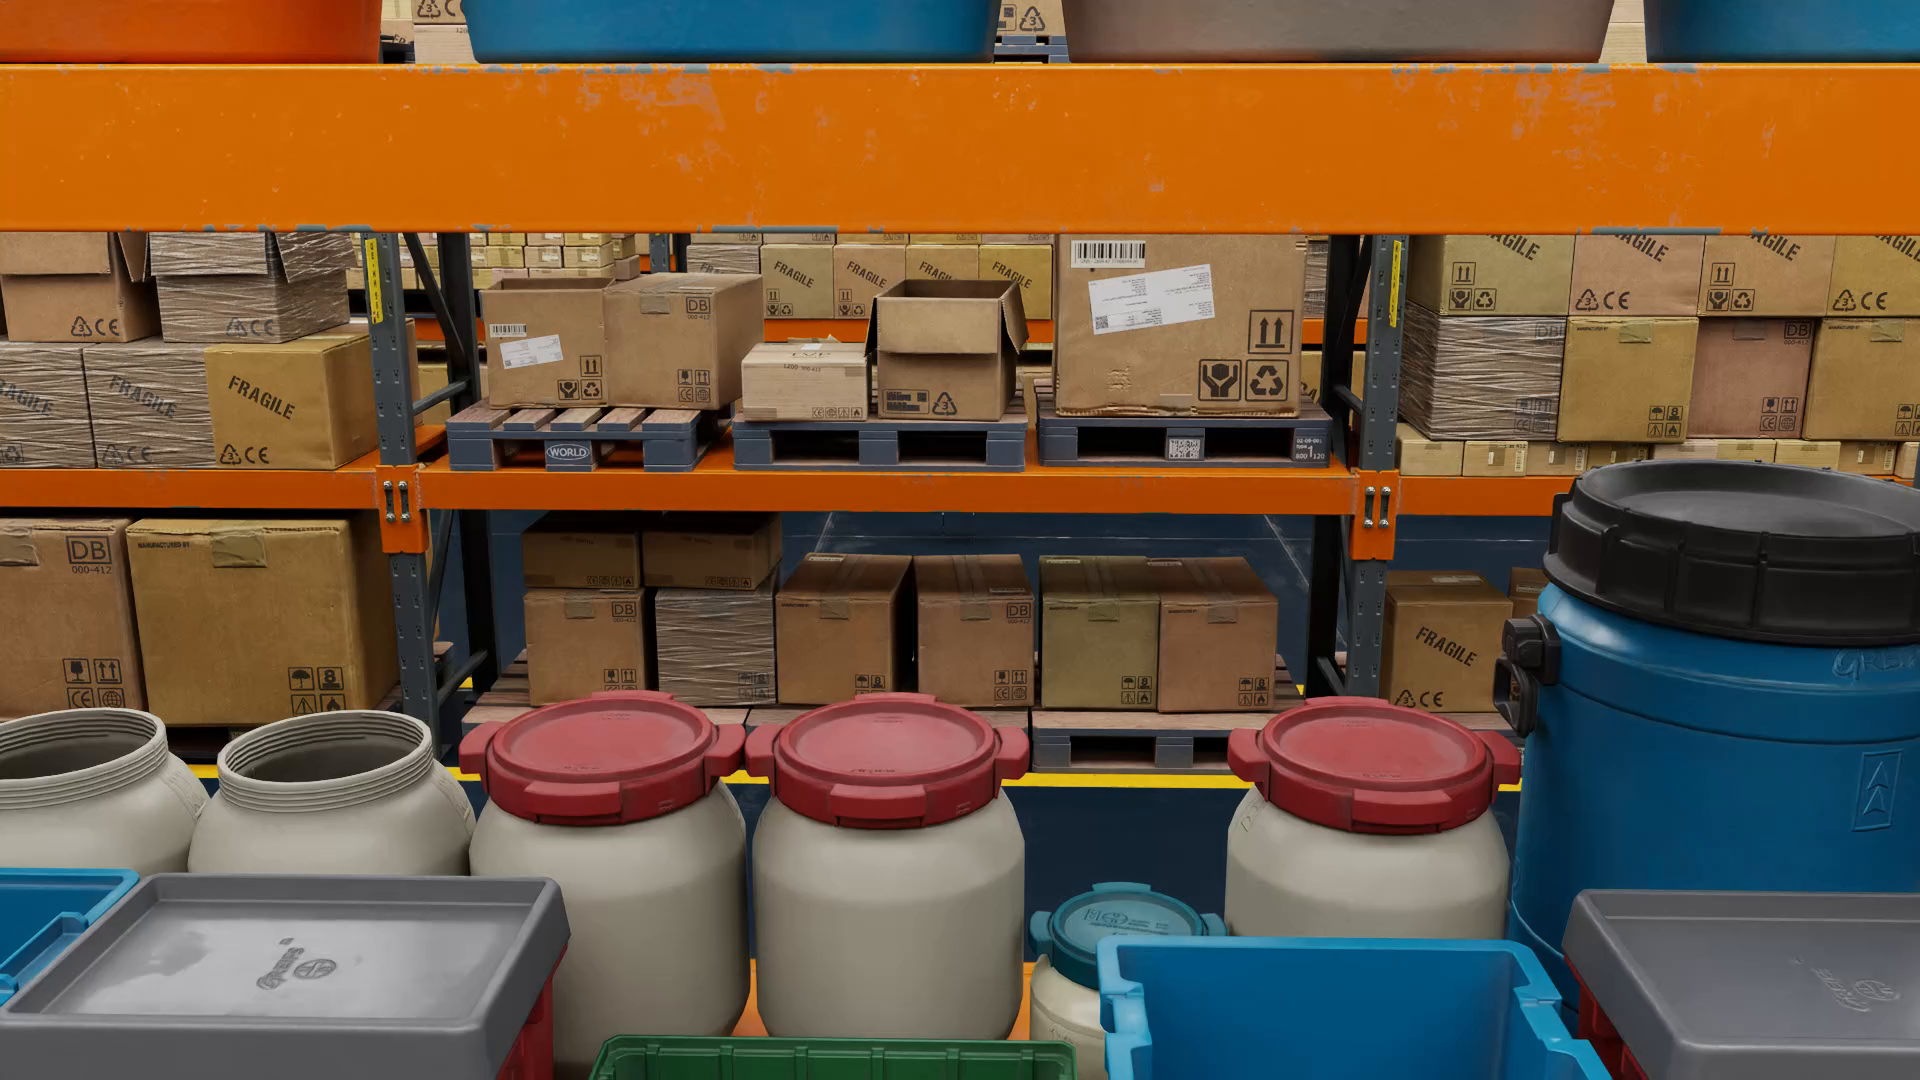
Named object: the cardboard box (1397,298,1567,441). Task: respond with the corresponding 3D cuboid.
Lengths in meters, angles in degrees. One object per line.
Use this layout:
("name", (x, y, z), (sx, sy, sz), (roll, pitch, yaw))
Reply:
("cardboard box", (2.148, -0.749, 7.021), (0.500, 0.500, 0.875), (0, 15, 1))

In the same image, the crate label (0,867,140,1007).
("crate label", (-1.439, 0.719, 2.164), (0.616, 0.435, 0.502), (0, 15, 1))

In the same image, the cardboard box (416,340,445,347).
("cardboard box", (-5.422, -2.347, 17.199), (0.875, 0.875, 0.875), (1, 15, 3))

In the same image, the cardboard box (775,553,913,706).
("cardboard box", (-0.507, 0.395, 7.499), (0.500, 0.500, 0.700), (2, 15, 6))

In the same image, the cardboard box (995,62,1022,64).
("cardboard box", (0.350, -4.659, 16.210), (0.500, 0.250, 0.500), (1, 15, 2))

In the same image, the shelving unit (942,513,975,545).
("shelving unit", (-0.008, -0.435, 10.725), (0.210, 0.900, 0.258), (0, 15, 1))

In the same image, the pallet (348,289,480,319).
("pallet", (-4.051, -1.776, 12.067), (1.213, 0.211, 1.003), (0, 15, 1))

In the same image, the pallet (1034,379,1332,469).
("pallet", (0.940, -0.525, 7.327), (1.213, 0.211, 1.003), (0, 15, 1))

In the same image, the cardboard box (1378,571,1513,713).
("cardboard box", (2.099, 0.442, 7.360), (0.500, 0.500, 0.500), (0, 15, 0))

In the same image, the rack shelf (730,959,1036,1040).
("rack shelf", (-0.426, 1.022, 2.497), (4.000, 0.370, 1.077), (0, 15, 1))

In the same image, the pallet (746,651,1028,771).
("pallet", (-0.301, 0.760, 7.544), (1.213, 0.211, 1.003), (0, 15, 1))

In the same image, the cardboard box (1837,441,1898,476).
("cardboard box", (3.658, -0.380, 6.893), (0.250, 0.149, 0.380), (0, 15, 1))

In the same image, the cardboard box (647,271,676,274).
("cardboard box", (-2.734, -2.331, 17.136), (0.875, 0.875, 0.875), (0, 15, 1))

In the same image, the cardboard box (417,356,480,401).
("cardboard box", (-3.774, -1.169, 11.996), (0.500, 0.250, 0.500), (1, 15, 3))

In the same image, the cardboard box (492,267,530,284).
("cardboard box", (-3.081, -1.837, 11.594), (0.250, 0.149, 0.380), (1, 15, 2))

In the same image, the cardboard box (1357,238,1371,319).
("cardboard box", (2.847, -1.916, 11.926), (0.550, 0.550, 0.875), (0, 15, 1))

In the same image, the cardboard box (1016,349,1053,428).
("cardboard box", (0.341, -0.944, 12.124), (0.750, 0.750, 1.050), (0, 15, 1))

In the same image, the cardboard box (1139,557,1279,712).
("cardboard box", (1.087, 0.410, 7.442), (0.500, 0.500, 0.700), (-1, 15, -3))

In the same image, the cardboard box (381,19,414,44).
("cardboard box", (-3.648, -3.308, 11.423), (0.500, 0.500, 0.500), (0, 15, 1))

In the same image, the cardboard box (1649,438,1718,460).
("cardboard box", (2.906, -0.366, 6.838), (0.250, 0.149, 0.380), (0, 15, 1))

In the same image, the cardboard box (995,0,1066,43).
("cardboard box", (0.291, -2.314, 6.823), (0.637, 0.503, 0.797), (1, 15, 4))

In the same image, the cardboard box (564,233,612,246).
("cardboard box", (-2.573, -2.122, 11.505), (0.250, 0.149, 0.380), (0, 15, -1))

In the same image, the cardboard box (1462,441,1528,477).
("cardboard box", (2.157, -0.371, 6.860), (0.250, 0.149, 0.380), (0, 15, 1))

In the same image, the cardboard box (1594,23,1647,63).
("cardboard box", (2.672, -1.883, 6.513), (0.500, 0.250, 0.500), (0, 15, 1))

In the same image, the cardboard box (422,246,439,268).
("cardboard box", (-3.605, -1.985, 11.570), (0.250, 0.149, 0.380), (0, 15, 1))

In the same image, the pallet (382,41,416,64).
("pallet", (-2.944, -1.952, 6.848), (1.003, 0.211, 1.213), (1, 15, 4))

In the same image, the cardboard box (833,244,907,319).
("cardboard box", (-0.617, -1.837, 11.726), (0.500, 0.500, 0.500), (0, 15, 1))

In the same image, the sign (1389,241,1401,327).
("sign", (1.689, -0.994, 6.459), (0.005, 0.325, 0.100), (0, 15, 1))

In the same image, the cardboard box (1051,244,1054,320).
("cardboard box", (0.894, -1.827, 11.689), (0.500, 0.500, 0.500), (0, 15, 1))

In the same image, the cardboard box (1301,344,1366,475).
("cardboard box", (2.555, -0.994, 12.069), (0.875, 0.875, 0.875), (1, 15, 2))

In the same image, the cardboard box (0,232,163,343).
("cardboard box", (-3.681, -1.149, 7.154), (0.637, 0.503, 0.797), (1, 15, 3))

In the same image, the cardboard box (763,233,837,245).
("cardboard box", (-1.117, -2.390, 11.861), (0.500, 0.500, 0.700), (0, 15, 1))

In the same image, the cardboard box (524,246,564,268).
("cardboard box", (-2.843, -1.980, 11.551), (0.250, 0.149, 0.380), (1, 15, 4))

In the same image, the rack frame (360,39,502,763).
("rack frame", (-2.299, -0.602, 7.242), (0.127, 3.000, 1.000), (0, 15, 1))

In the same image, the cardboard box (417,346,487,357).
("cardboard box", (-3.755, -1.299, 12.491), (0.500, 0.250, 0.500), (0, 15, 2))

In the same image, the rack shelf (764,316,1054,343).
("rack shelf", (-0.072, -1.505, 12.076), (4.000, 0.370, 1.077), (0, 15, 1))

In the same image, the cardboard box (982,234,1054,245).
("cardboard box", (0.412, -2.380, 11.825), (0.500, 0.500, 0.700), (0, 15, 2))

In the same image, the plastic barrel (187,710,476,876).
("plastic barrel", (-0.970, 0.562, 2.611), (0.421, 0.512, 0.421), (0, 15, 0))

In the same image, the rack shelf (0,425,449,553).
("rack shelf", (-4.298, -0.267, 7.383), (4.000, 0.370, 1.077), (0, 15, 1))

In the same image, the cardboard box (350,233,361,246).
("cardboard box", (-4.125, -2.133, 11.546), (0.250, 0.149, 0.380), (1, 15, 3))

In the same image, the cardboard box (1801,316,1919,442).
("cardboard box", (3.648, -0.746, 7.008), (0.500, 0.500, 0.875), (0, 15, 1))

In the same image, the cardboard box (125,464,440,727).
("cardboard box", (-2.988, 0.212, 7.496), (0.875, 0.875, 1.225), (0, 15, -1))

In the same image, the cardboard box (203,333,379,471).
("cardboard box", (-2.798, -0.590, 7.002), (0.500, 0.500, 0.500), (1, 15, 3))

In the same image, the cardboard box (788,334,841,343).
("cardboard box", (-0.625, -0.798, 7.425), (0.258, 0.266, 0.396), (0, 15, 0))

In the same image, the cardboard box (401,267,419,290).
("cardboard box", (-3.858, -1.844, 11.617), (0.250, 0.149, 0.380), (1, 15, 3))

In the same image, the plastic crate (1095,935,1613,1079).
("plastic crate", (0.463, 0.767, 2.084), (0.575, 0.384, 0.392), (0, 15, 1))

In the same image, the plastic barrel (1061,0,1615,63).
("plastic barrel", (0.406, -0.958, 1.728), (0.600, 0.901, 0.600), (0, 15, 0))

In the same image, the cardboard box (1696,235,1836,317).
("cardboard box", (3.143, -1.178, 6.684), (0.500, 0.500, 0.500), (0, 15, 1))

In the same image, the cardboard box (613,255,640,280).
("cardboard box", (-2.513, -2.002, 12.218), (0.250, 0.149, 0.380), (0, 15, 1))

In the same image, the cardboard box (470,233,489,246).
("cardboard box", (-3.353, -2.126, 11.523), (0.250, 0.149, 0.380), (1, 15, 3))

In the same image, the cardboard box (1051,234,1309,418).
("cardboard box", (0.909, -1.110, 7.168), (1.000, 1.000, 1.000), (0, 15, 2))

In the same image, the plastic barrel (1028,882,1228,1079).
("plastic barrel", (0.254, 0.706, 2.554), (0.301, 0.262, 0.301), (0, 15, 0))

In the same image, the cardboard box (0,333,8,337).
("cardboard box", (-4.324, -0.601, 7.043), (0.500, 0.500, 0.500), (1, 15, 2))
